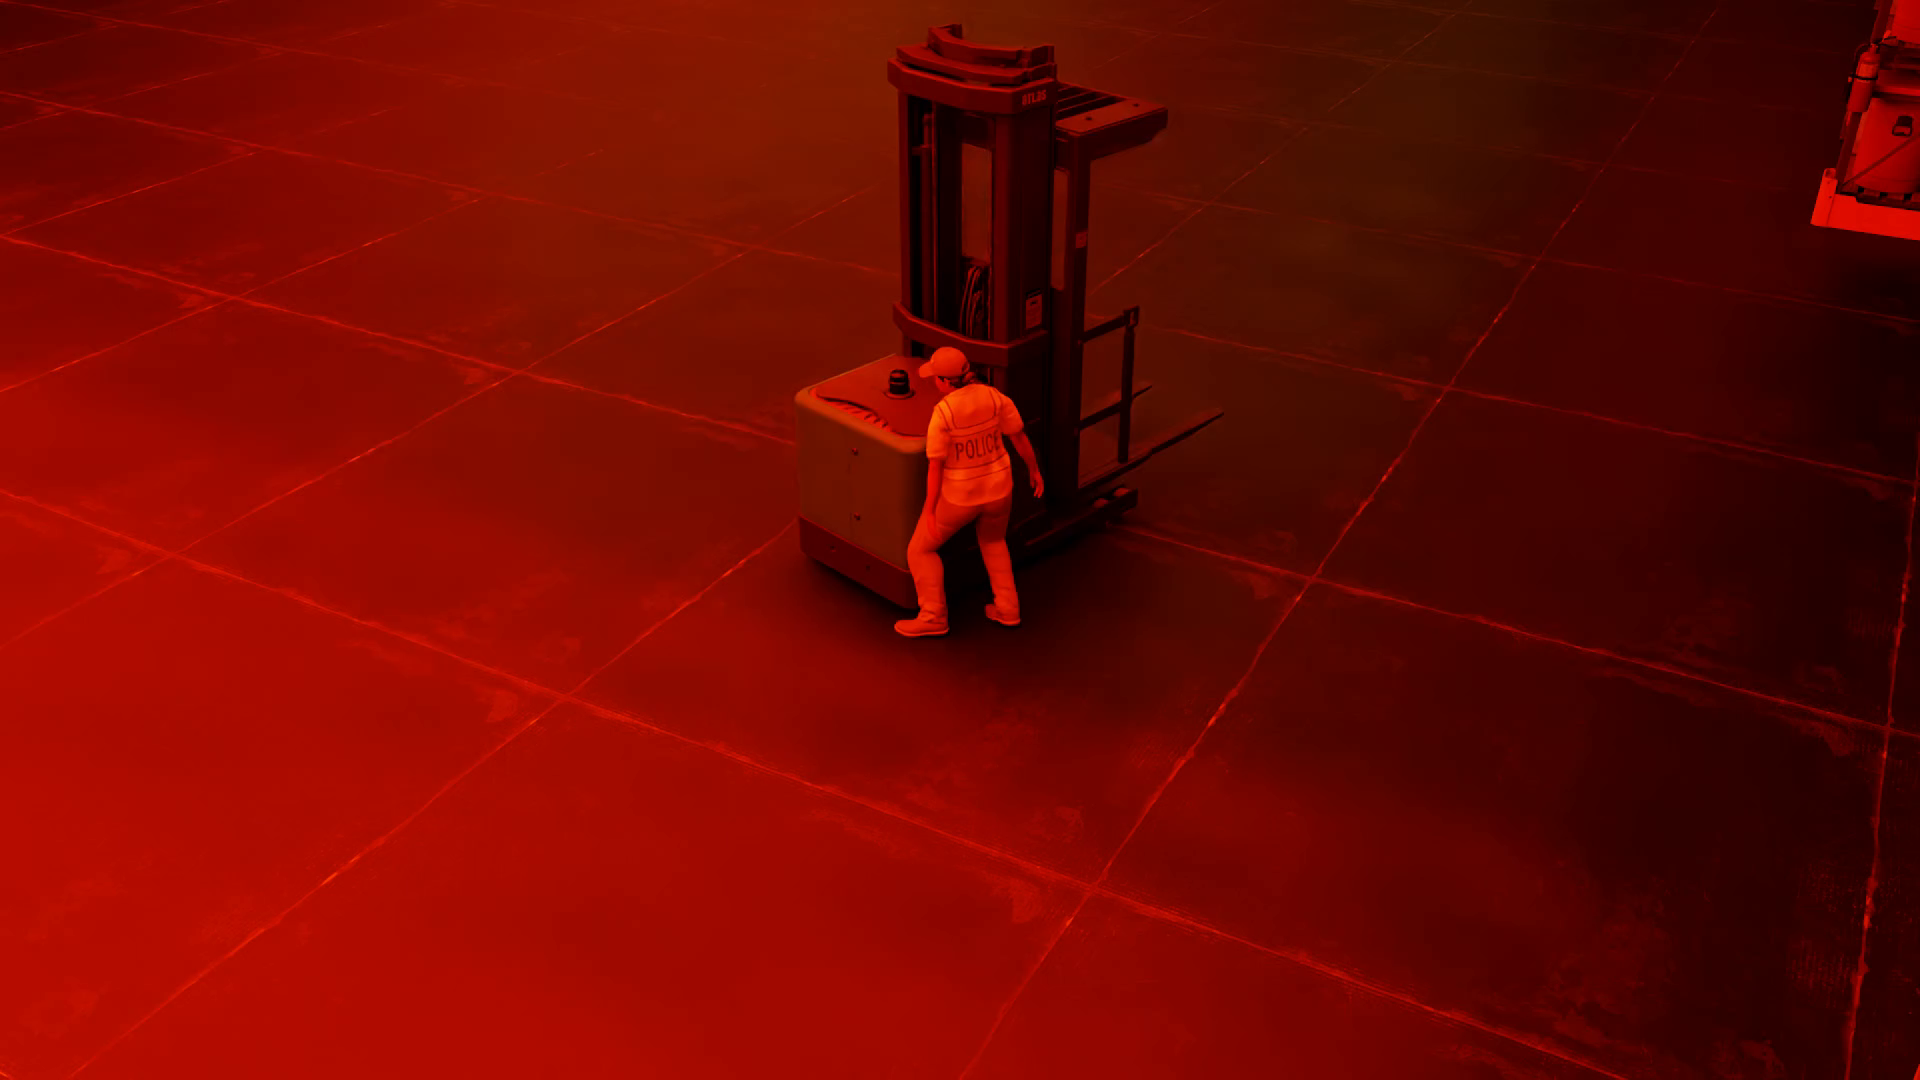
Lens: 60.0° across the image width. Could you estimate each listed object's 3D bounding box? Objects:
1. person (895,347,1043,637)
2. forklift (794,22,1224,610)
[{"bbox_3d":[0.042,-0.255,8.858,0.836,1.630,0.482,-14,33,-23],"label":"person"},{"bbox_3d":[0.452,-1.518,9.702,3.031,2.935,1.130,-27,39,-38],"label":"forklift"}]
